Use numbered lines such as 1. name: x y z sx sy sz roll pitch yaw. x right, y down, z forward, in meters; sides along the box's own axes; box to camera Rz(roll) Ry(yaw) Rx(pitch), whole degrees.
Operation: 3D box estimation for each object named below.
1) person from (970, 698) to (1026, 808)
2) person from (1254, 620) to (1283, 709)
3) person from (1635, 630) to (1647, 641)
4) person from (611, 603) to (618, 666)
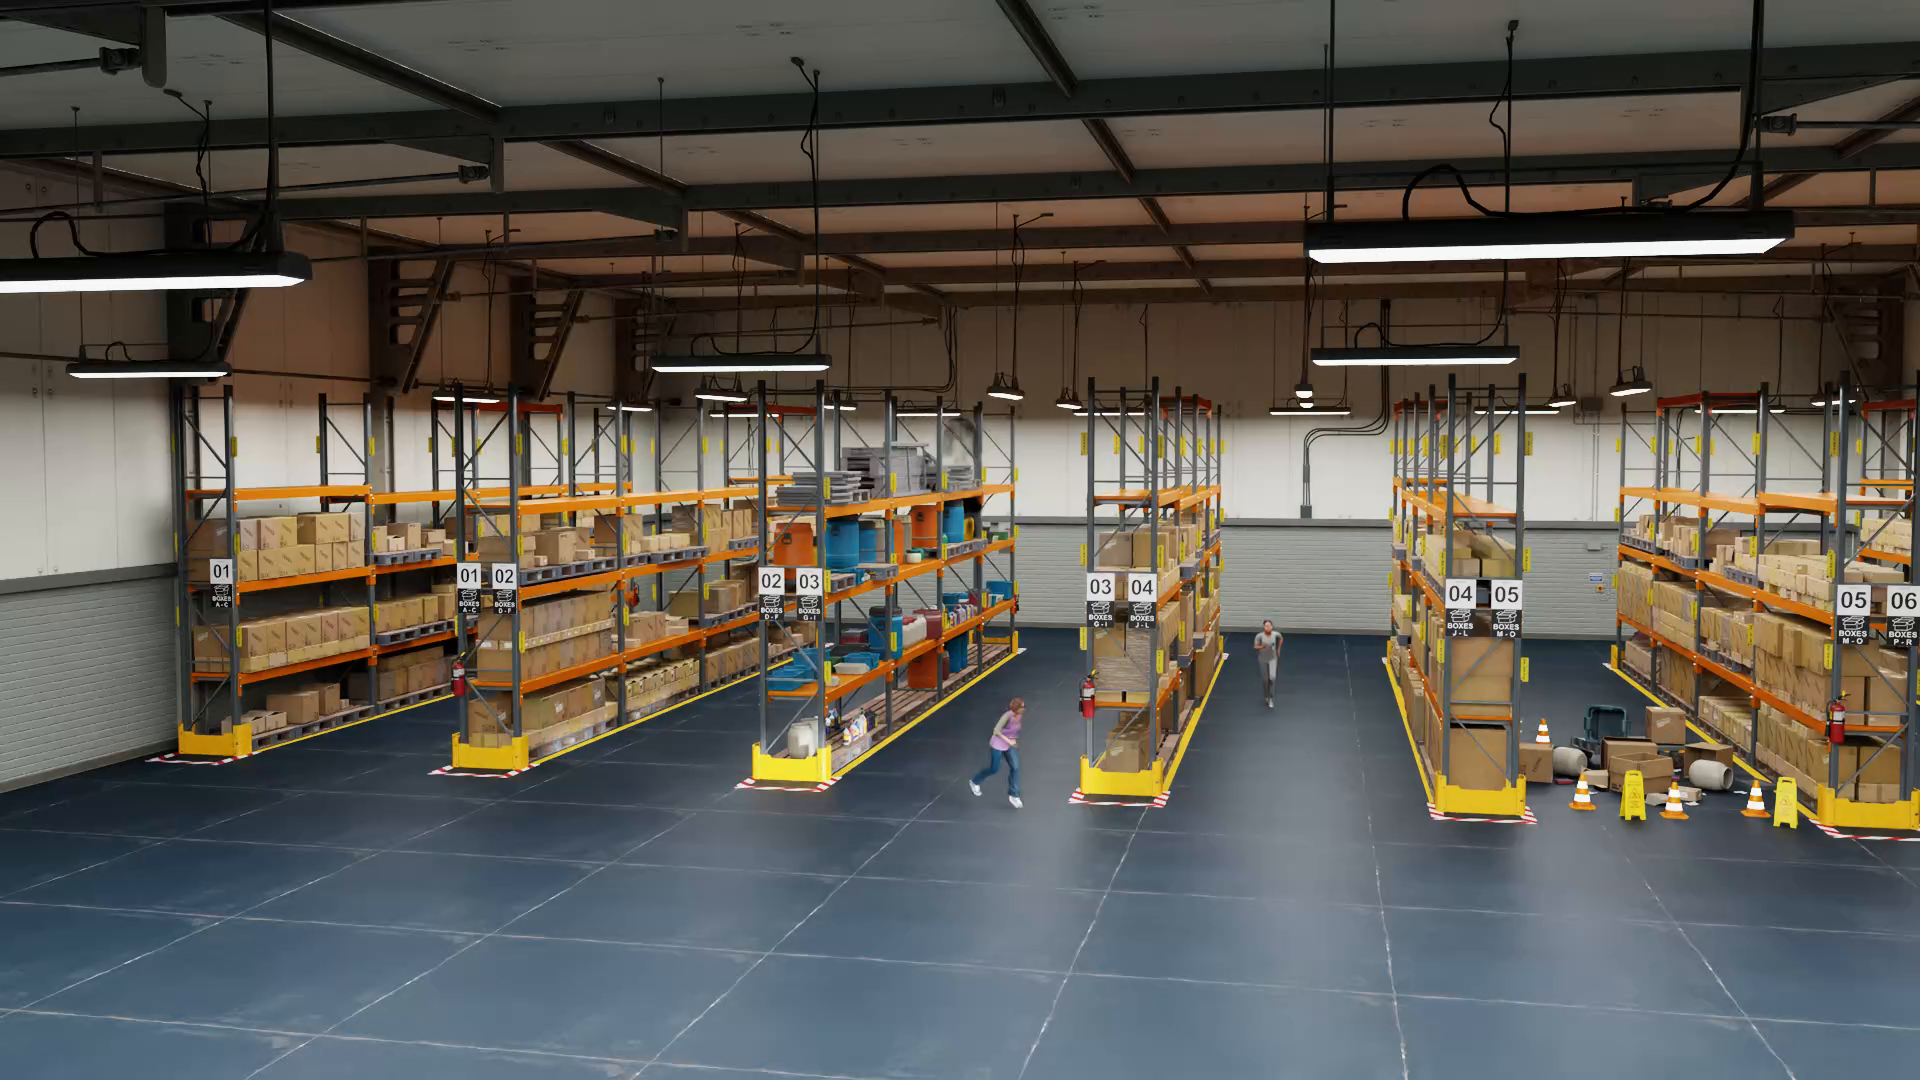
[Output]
1. person: 0.527 2.954 23.349 0.921 1.545 0.577 2 4 34
2. person: 5.953 2.386 32.145 0.550 1.720 0.841 1 3 12
3. person: 15.954 2.028 38.726 0.619 1.637 0.828 -3 4 -41
4. person: -7.154 2.180 34.960 0.644 1.772 0.805 0 3 7
